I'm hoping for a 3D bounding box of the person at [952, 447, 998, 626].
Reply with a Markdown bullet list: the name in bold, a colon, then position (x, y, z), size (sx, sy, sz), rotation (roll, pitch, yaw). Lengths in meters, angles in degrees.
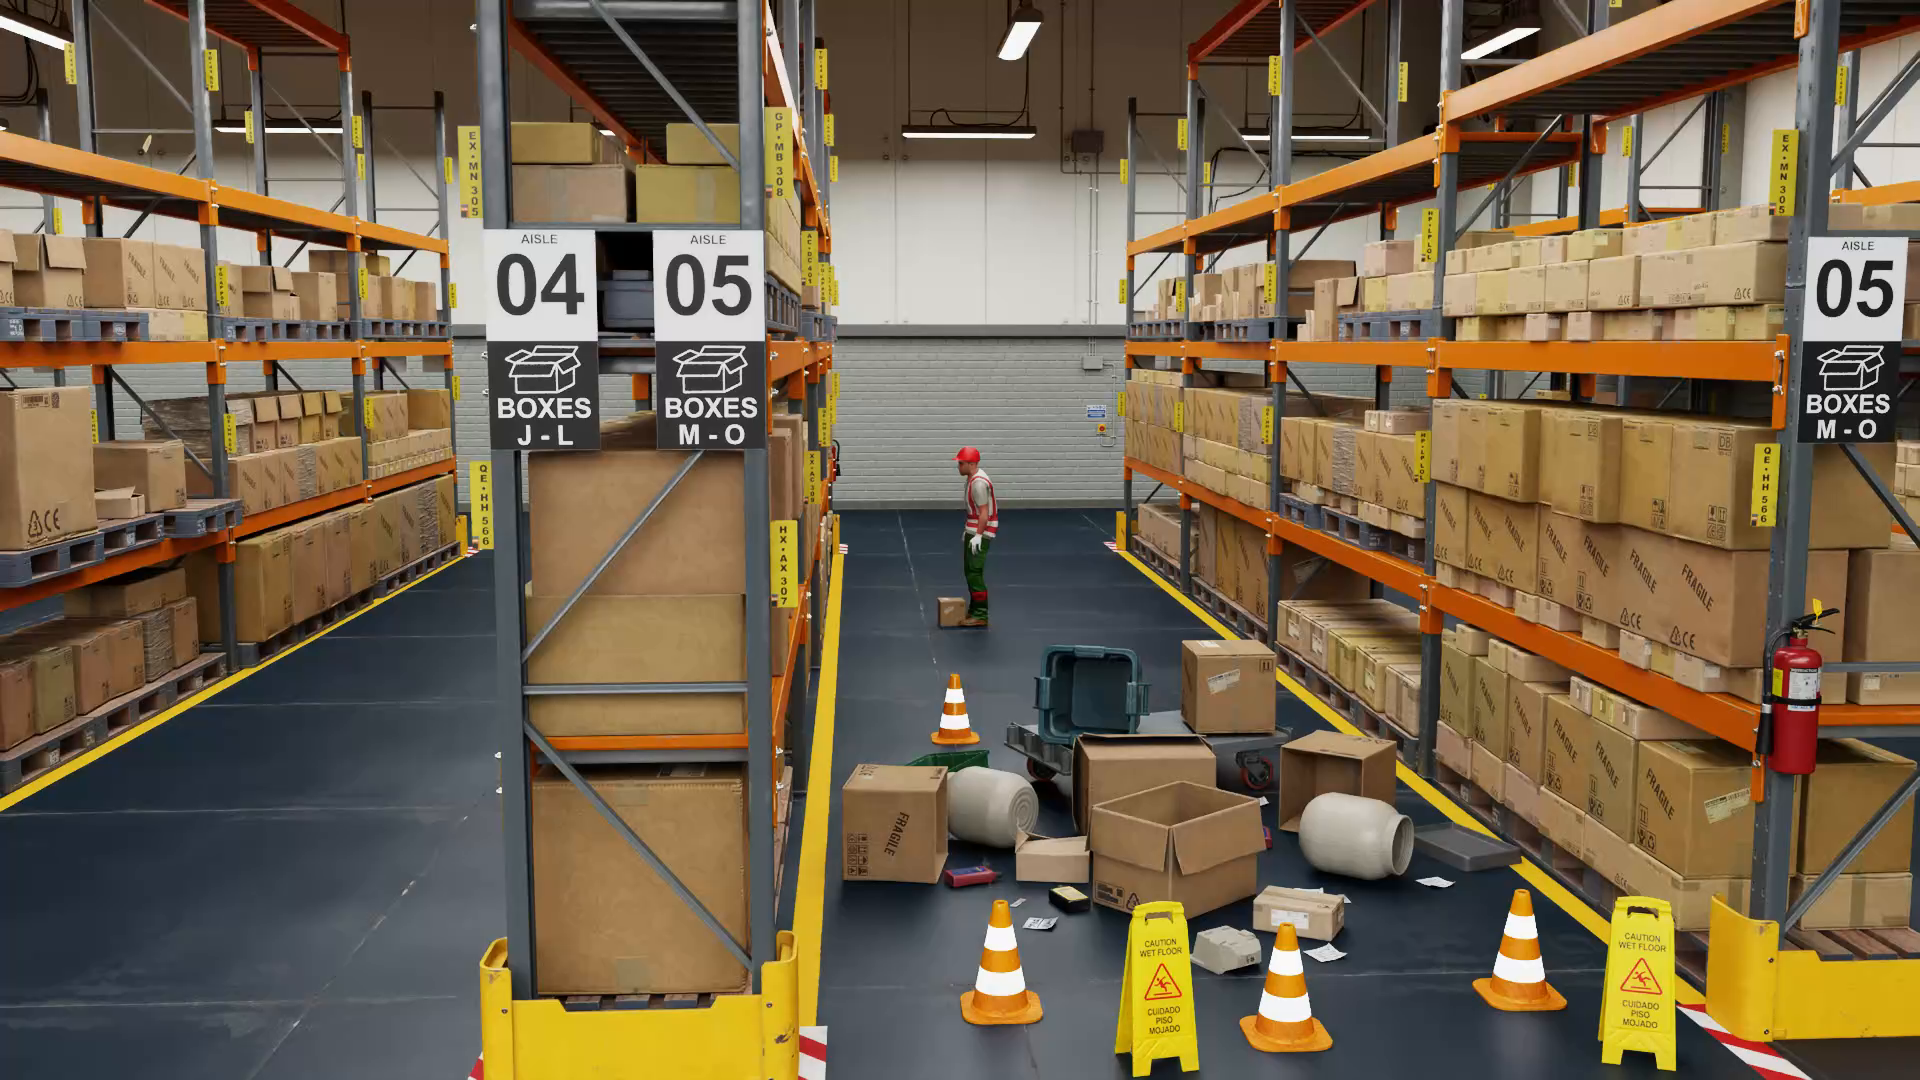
- **person**: position (0.140, -0.041, 16.524), size (0.451, 1.778, 0.612), rotation (-1, 7, -7)
